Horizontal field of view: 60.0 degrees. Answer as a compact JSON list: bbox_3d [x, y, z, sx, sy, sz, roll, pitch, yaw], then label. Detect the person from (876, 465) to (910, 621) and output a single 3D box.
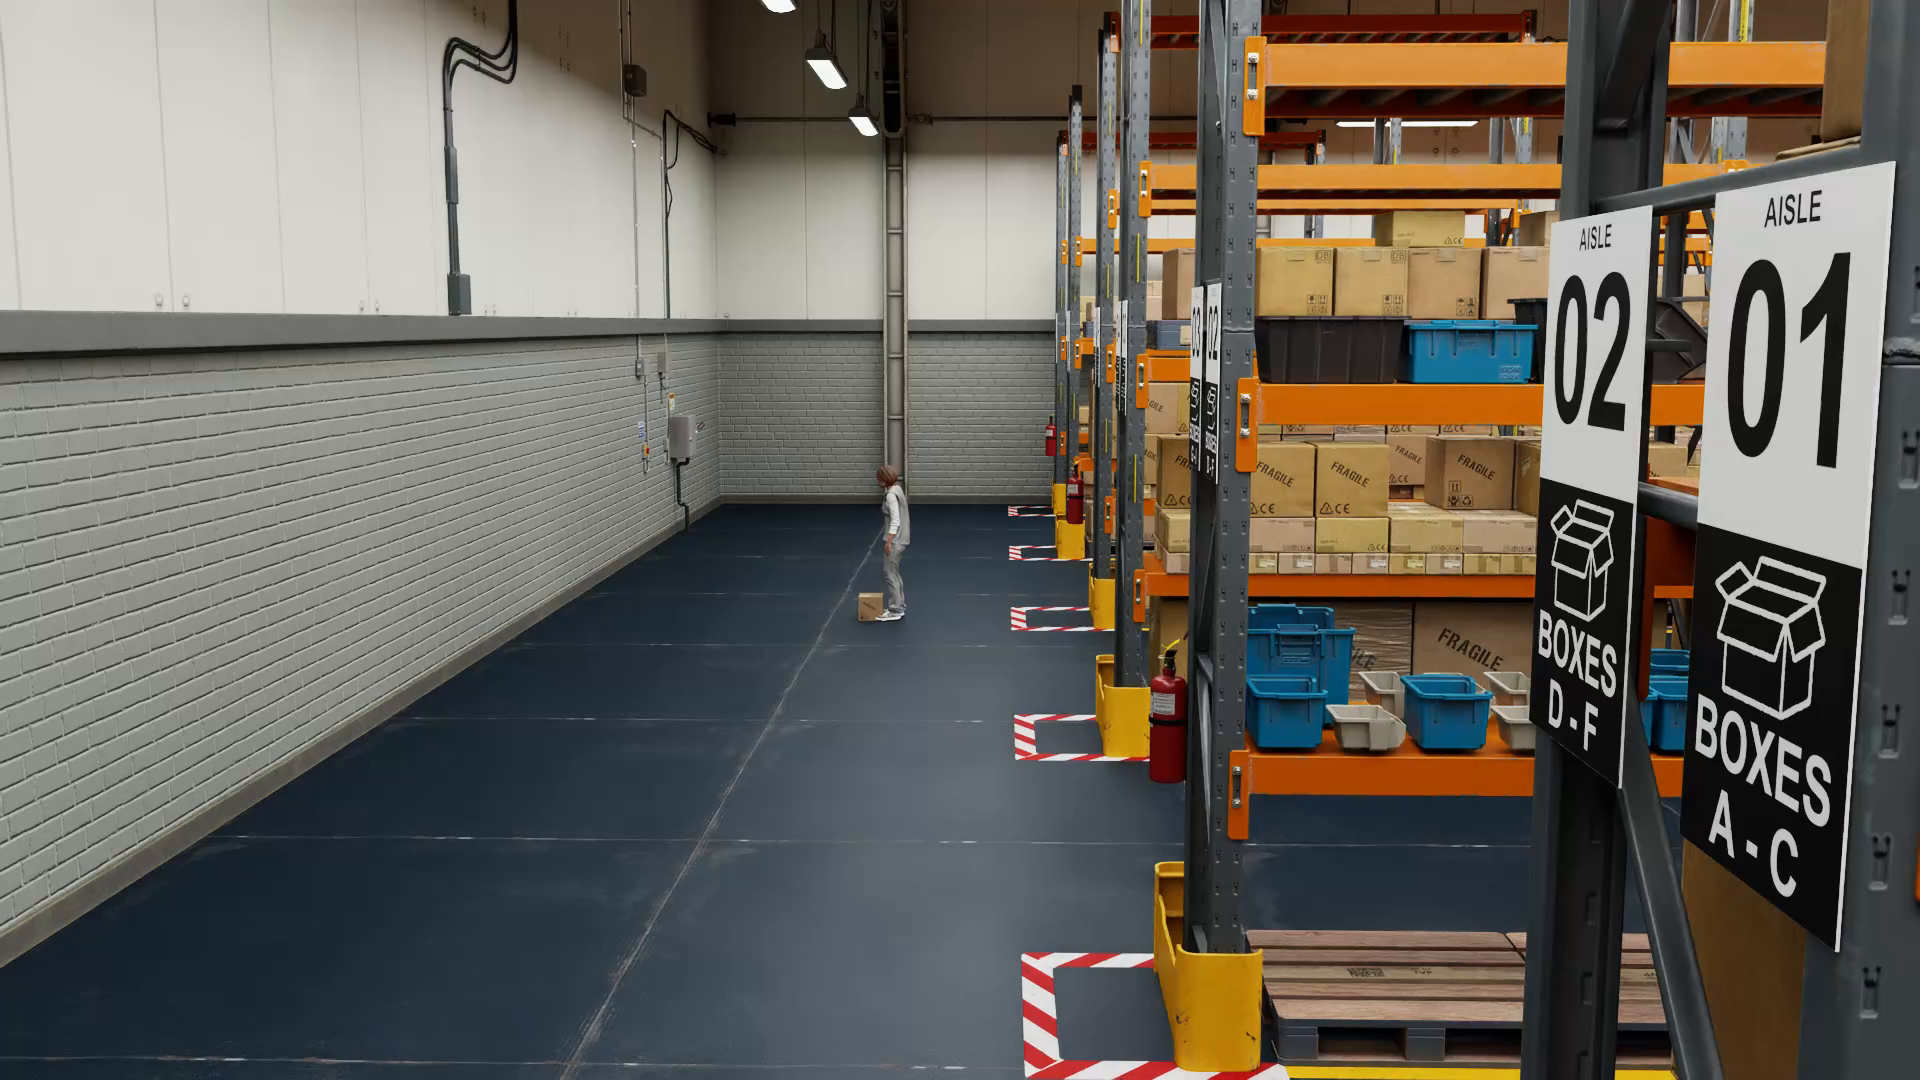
[{"bbox_3d":[-0.695,0.026,17.126,0.364,1.593,0.461,0,7,2],"label":"person"}]
